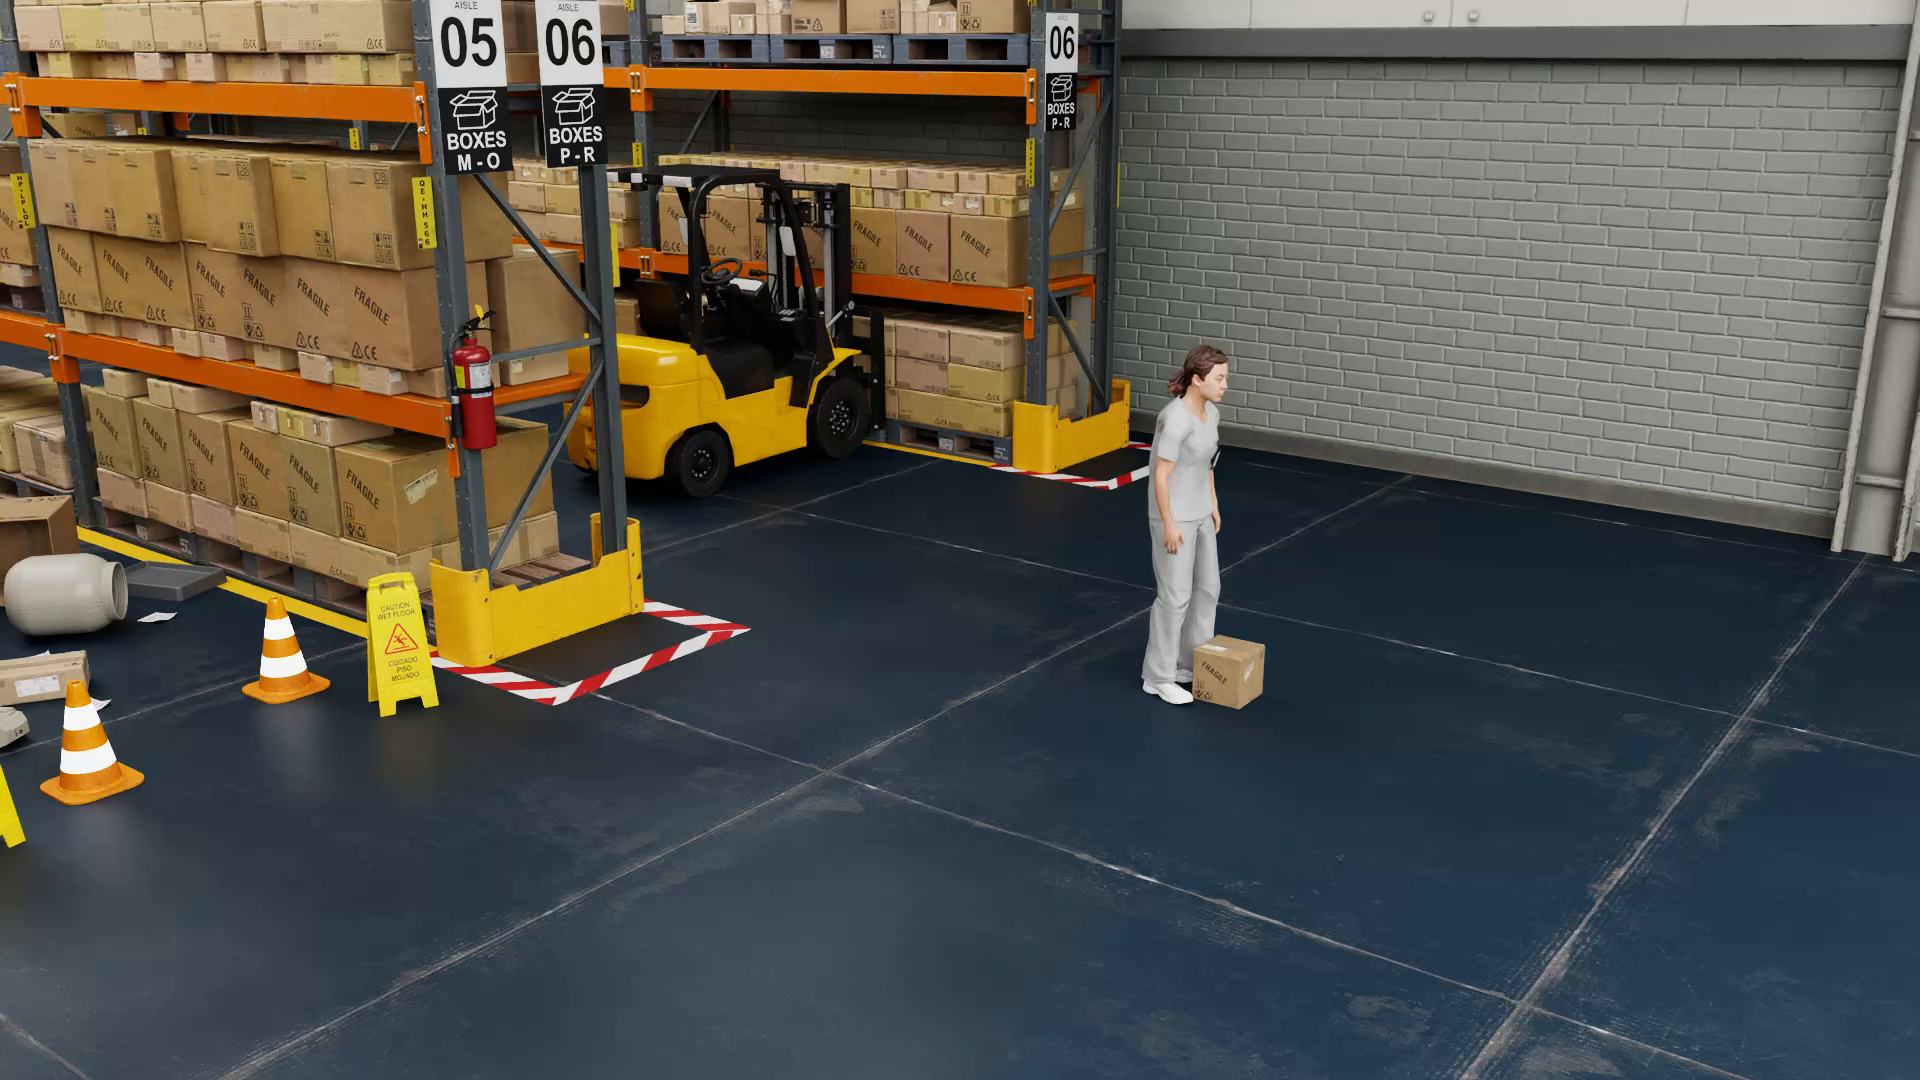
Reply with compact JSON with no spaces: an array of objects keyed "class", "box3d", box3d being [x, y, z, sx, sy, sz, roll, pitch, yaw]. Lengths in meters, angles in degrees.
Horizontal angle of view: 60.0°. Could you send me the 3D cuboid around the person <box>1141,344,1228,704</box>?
[{"class":"person","box3d":[1.095,-0.090,7.841,0.404,1.673,0.490,12,20,35]}]
